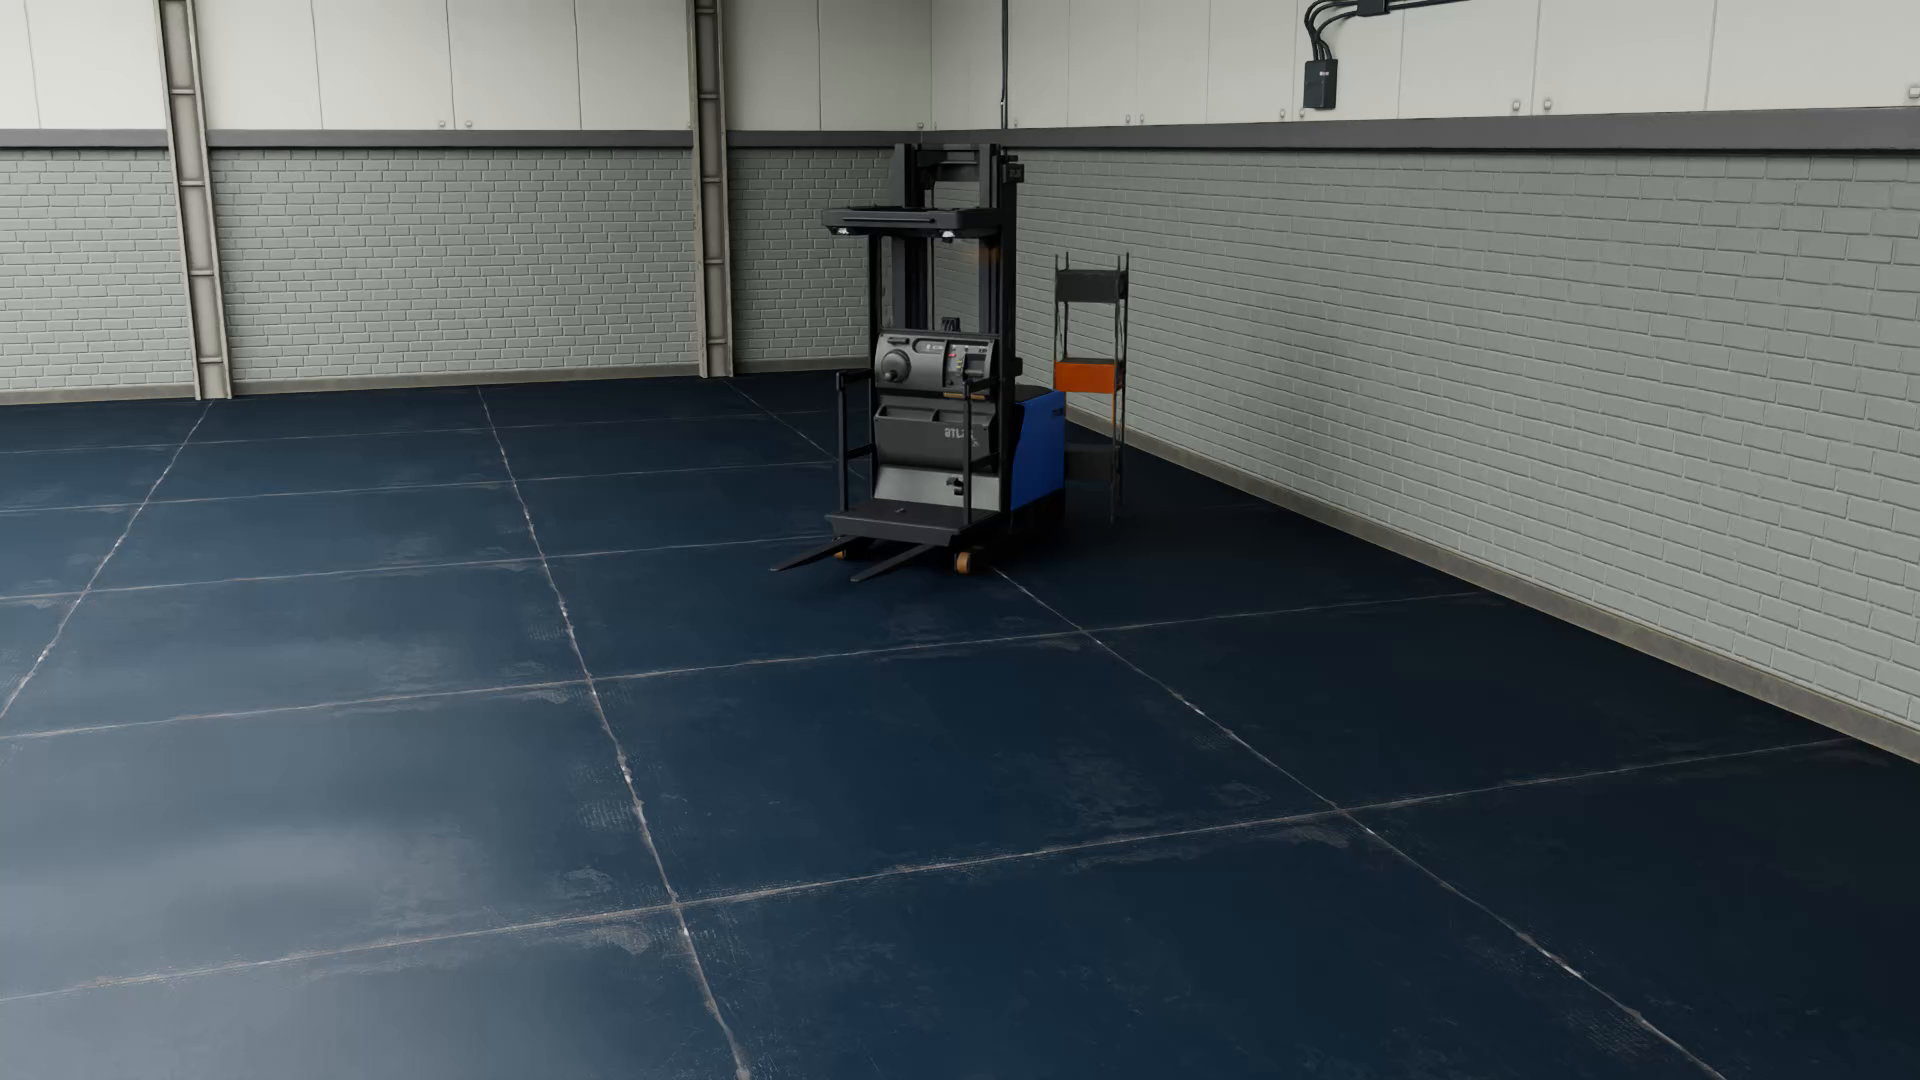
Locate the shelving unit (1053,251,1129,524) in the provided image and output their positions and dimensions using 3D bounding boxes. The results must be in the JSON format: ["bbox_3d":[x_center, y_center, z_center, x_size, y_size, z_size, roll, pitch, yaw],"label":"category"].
[{"bbox_3d":[1.028,-1.211,13.187,0.503,2.100,0.431,4,14,16],"label":"shelving unit"}]

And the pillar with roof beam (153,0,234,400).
[{"bbox_3d":[-7.483,-5.129,14.761,0.400,9.000,9.100,-4,14,-18],"label":"pillar with roof beam"}]

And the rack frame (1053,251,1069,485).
[{"bbox_3d":[0.794,-1.227,13.254,0.015,2.100,0.400,4,14,16],"label":"rack frame"}]

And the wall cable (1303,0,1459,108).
[{"bbox_3d":[3.058,-6.015,11.135,0.169,6.003,2.305,-4,14,-18],"label":"wall cable"}]

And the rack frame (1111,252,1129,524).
[{"bbox_3d":[1.262,-1.194,13.120,0.015,2.100,0.400,4,14,16],"label":"rack frame"}]

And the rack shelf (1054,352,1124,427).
[{"bbox_3d":[1.028,-1.197,13.190,0.480,0.518,0.431,4,14,16],"label":"rack shelf"}]

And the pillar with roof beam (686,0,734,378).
[{"bbox_3d":[-1.796,-5.572,16.622,0.400,9.000,9.100,-4,14,-18],"label":"pillar with roof beam"}]

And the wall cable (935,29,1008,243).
[{"bbox_3d":[0.045,-4.933,20.646,0.112,2.526,3.097,-4,14,-18],"label":"wall cable"}]

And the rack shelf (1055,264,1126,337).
[{"bbox_3d":[1.031,-1.879,13.030,0.480,0.518,0.431,4,14,16],"label":"rack shelf"}]

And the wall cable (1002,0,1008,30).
[{"bbox_3d":[0.908,-6.797,17.567,0.112,2.526,3.097,-4,14,-18],"label":"wall cable"}]

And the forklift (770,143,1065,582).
[{"bbox_3d":[-0.276,-1.297,11.760,1.130,2.935,3.031,7,15,25],"label":"forklift"}]

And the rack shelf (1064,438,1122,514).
[{"bbox_3d":[1.025,-0.516,13.350,0.480,0.518,0.431,4,14,16],"label":"rack shelf"}]
